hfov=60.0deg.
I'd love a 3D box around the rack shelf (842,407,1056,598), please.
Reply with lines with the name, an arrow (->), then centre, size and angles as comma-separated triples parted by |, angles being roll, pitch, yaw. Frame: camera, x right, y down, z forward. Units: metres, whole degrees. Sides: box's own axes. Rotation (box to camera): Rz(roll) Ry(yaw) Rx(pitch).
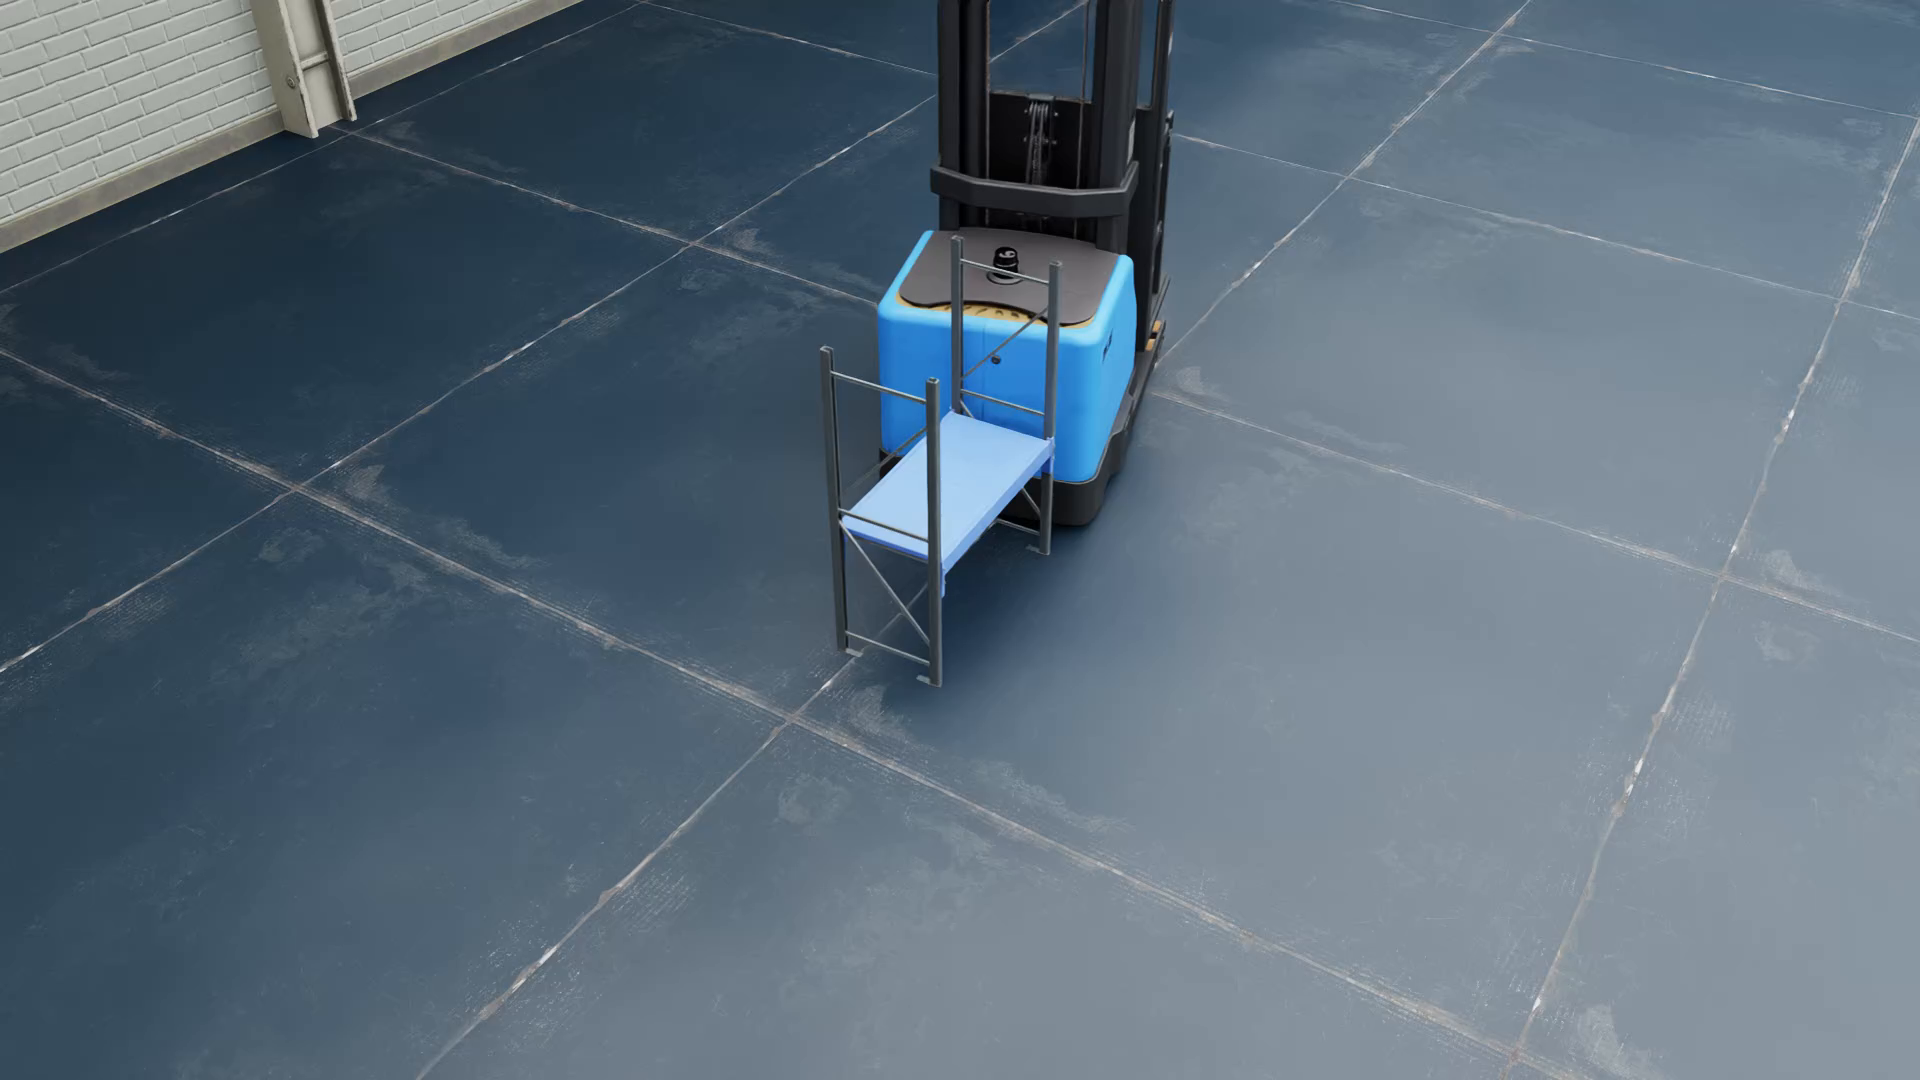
rack shelf -> -0.056, -0.183, 7.053 | 0.538, 0.185, 1.000 | 19, 41, 22

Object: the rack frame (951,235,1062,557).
rack frame -> 0.189, -0.597, 7.297 | 0.500, 1.500, 0.032 | 19, 41, 22

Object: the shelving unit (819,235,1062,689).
shelving unit -> -0.056, -0.325, 6.944 | 0.538, 1.500, 1.048 | 19, 41, 22

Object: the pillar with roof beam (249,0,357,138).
pillar with roof beam -> -0.783, -5.032, 6.908 | 9.100, 9.000, 0.400 | 21, 42, 25

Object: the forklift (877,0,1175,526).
forklift -> 0.498, -2.130, 8.113 | 1.130, 2.935, 3.031 | 9, 39, 12

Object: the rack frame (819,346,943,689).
rack frame -> -0.300, -0.053, 6.591 | 0.500, 1.500, 0.032 | 19, 41, 22
